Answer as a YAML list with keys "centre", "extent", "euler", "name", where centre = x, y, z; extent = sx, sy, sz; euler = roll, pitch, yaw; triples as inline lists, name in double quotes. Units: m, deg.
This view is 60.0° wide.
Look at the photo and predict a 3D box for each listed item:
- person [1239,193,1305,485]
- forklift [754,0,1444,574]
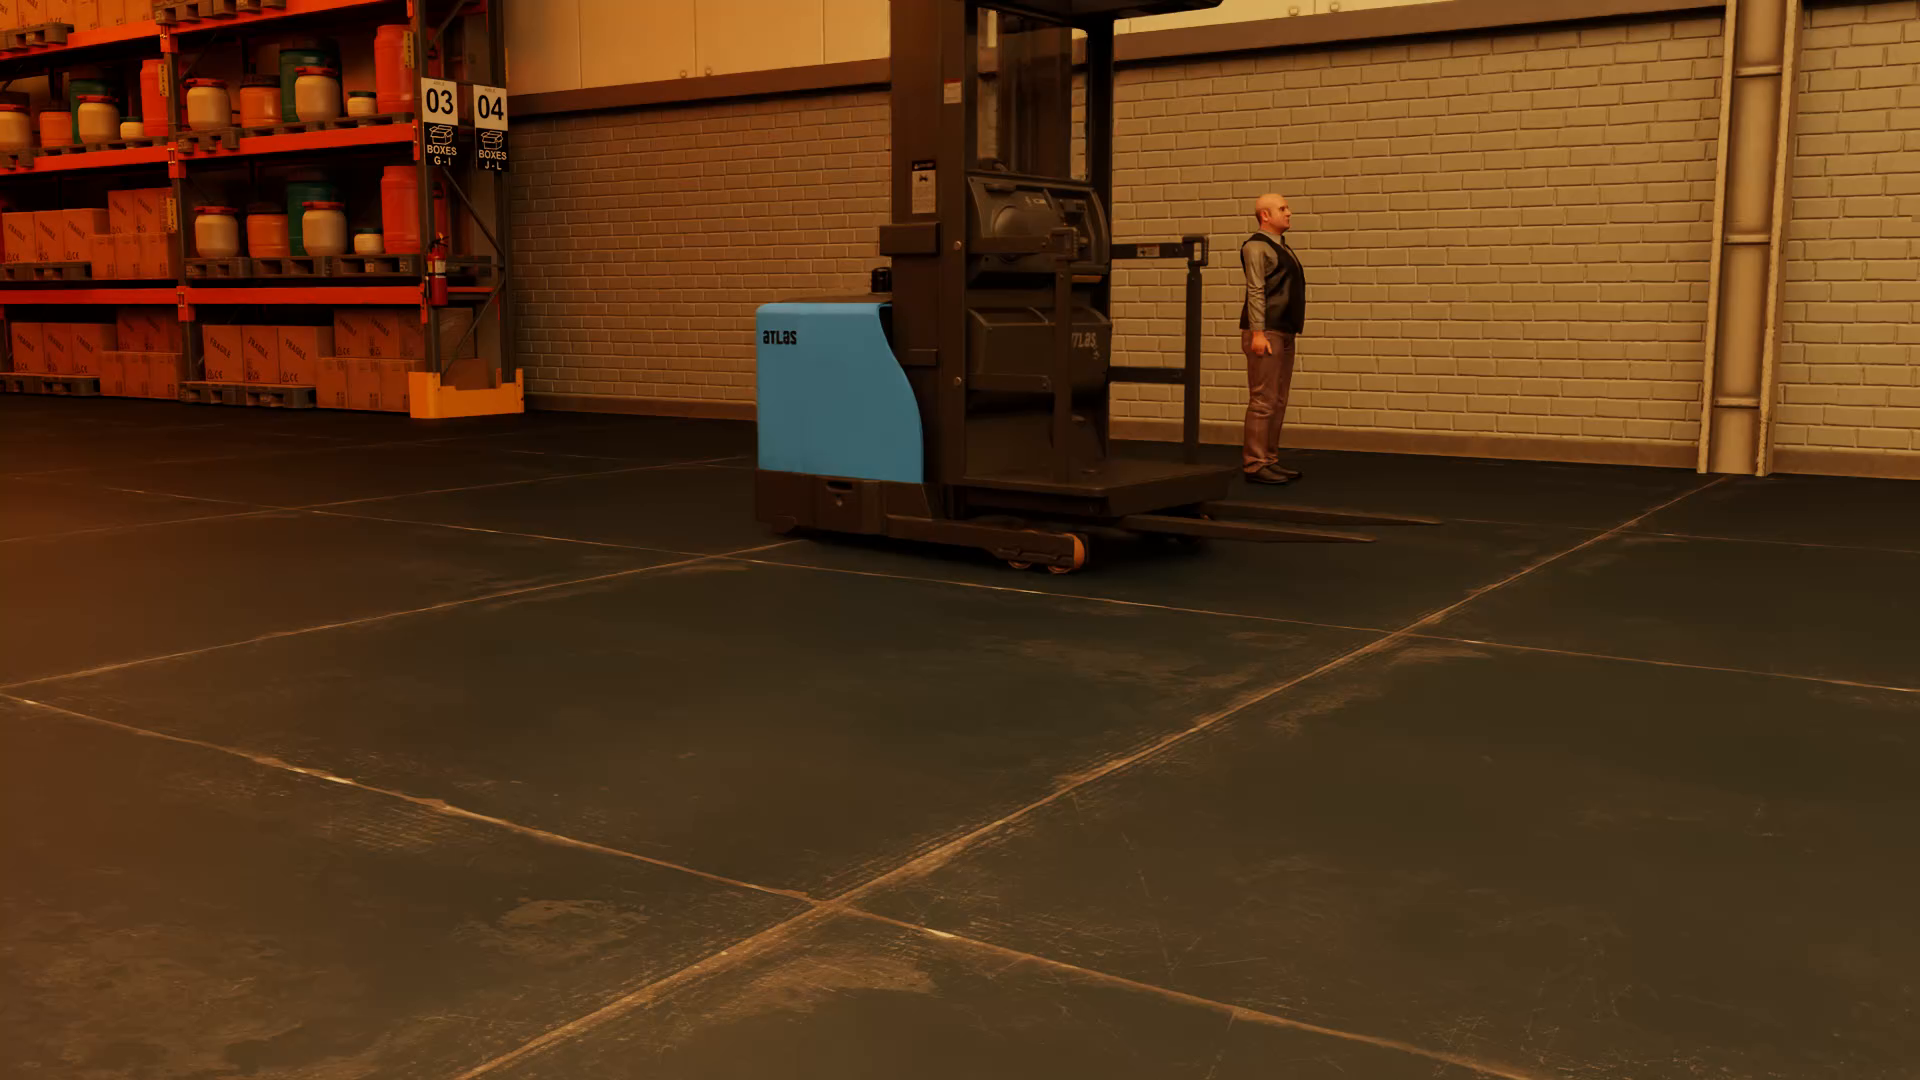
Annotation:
- centre: [1.891, -1.216, 10.047]
  extent: [0.368, 1.725, 0.526]
  euler: [4, 9, 26]
  name: "person"
- centre: [0.509, -1.397, 7.018]
  extent: [3.031, 2.935, 1.130]
  euler: [6, 10, 38]
  name: "forklift"
